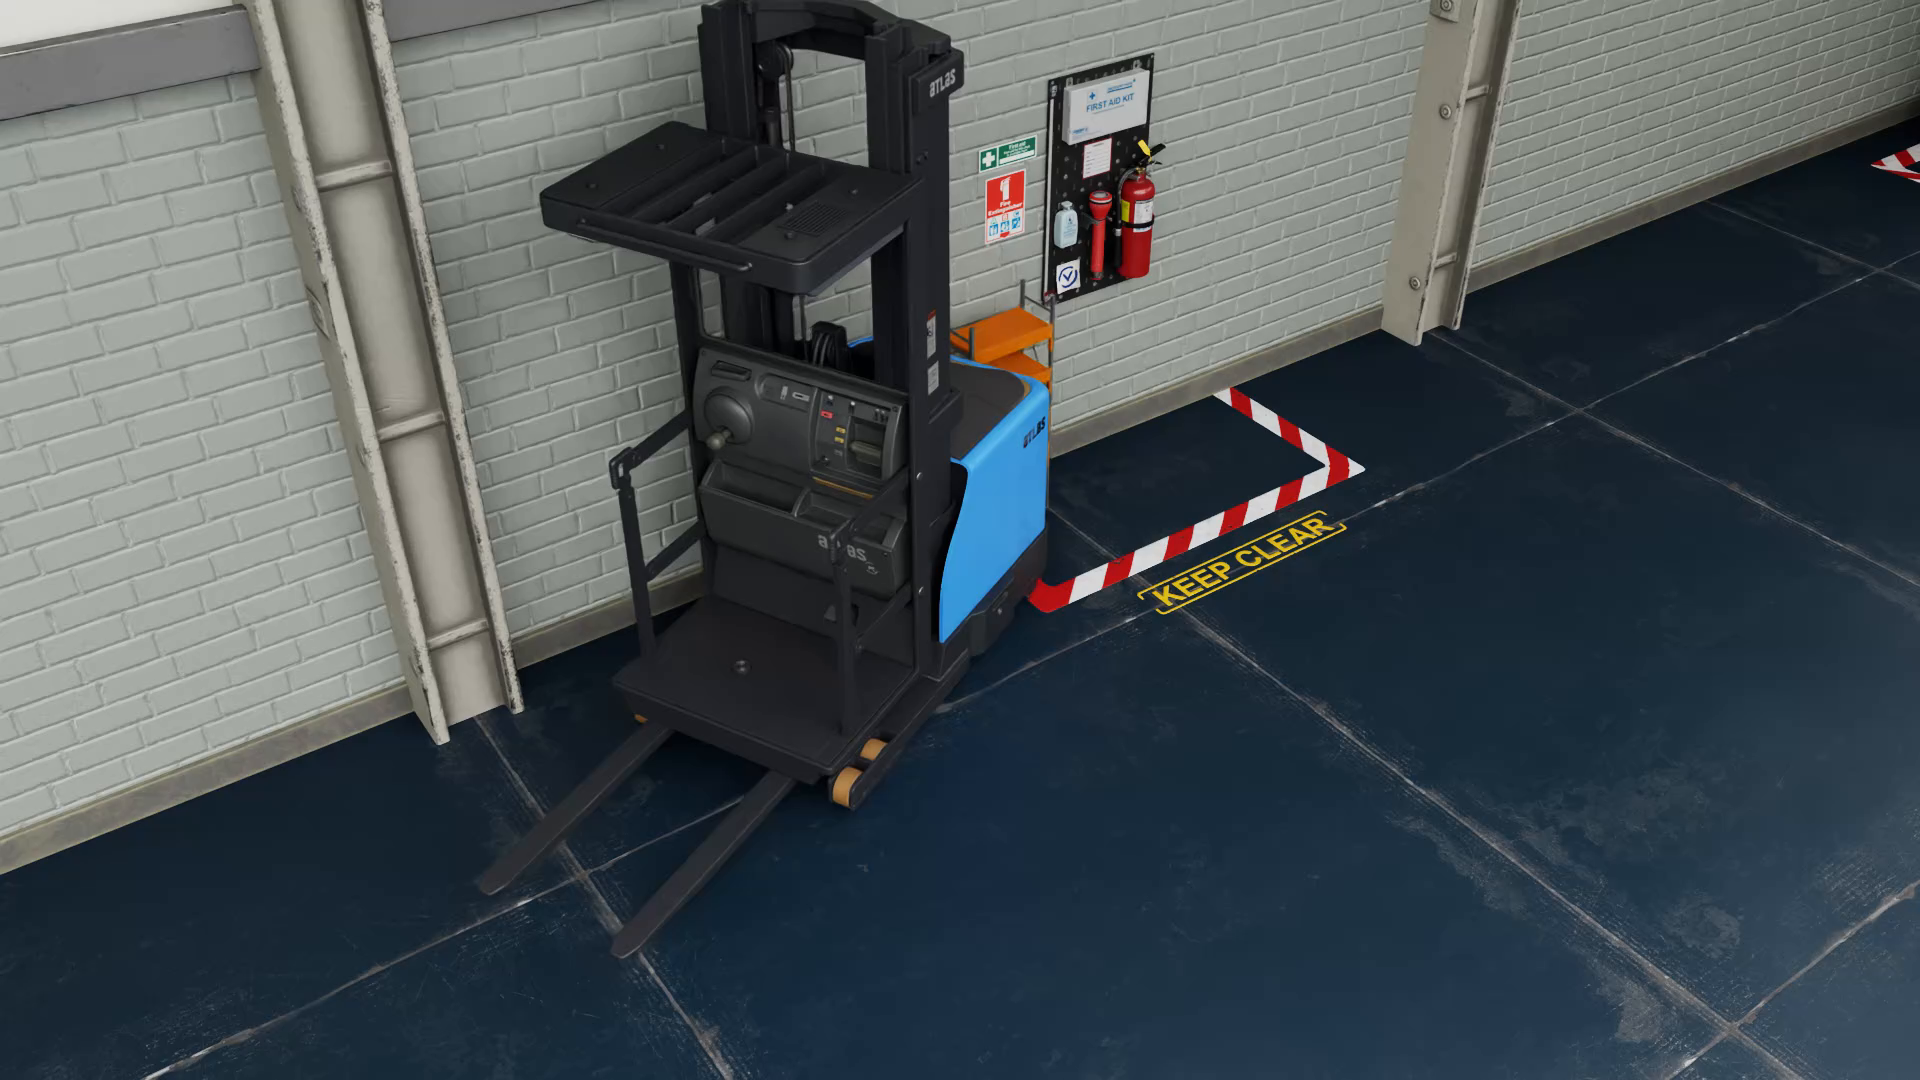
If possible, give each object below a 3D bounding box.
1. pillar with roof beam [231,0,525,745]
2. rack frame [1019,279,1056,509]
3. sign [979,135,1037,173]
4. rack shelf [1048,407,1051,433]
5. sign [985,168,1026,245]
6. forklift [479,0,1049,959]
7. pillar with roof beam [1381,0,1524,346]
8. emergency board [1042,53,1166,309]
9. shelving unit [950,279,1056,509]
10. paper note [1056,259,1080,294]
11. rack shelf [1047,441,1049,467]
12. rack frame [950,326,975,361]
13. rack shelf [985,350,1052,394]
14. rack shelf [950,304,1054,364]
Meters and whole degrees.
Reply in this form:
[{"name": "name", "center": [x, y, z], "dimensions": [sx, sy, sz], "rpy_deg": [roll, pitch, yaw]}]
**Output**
[{"name": "pillar with roof beam", "center": [0.342, -0.868, 1.750], "dimensions": [0.400, 9.000, 9.100], "rpy_deg": [-22, 41, -28]}, {"name": "rack frame", "center": [0.367, -0.702, 8.199], "dimensions": [0.015, 1.200, 0.240], "rpy_deg": [-25, 43, -30]}, {"name": "sign", "center": [0.222, -1.783, 7.675], "dimensions": [0.331, 0.109, 0.001], "rpy_deg": [-22, 41, -28]}, {"name": "rack shelf", "center": [0.177, -0.559, 8.115], "dimensions": [0.480, 0.148, 0.258], "rpy_deg": [-25, 43, -30]}, {"name": "sign", "center": [0.213, -1.570, 7.834], "dimensions": [0.234, 0.329, 0.001], "rpy_deg": [-22, 41, -28]}, {"name": "forklift", "center": [-0.741, -0.409, 6.308], "dimensions": [1.130, 2.935, 3.031], "rpy_deg": [18, 39, 23]}, {"name": "pillar with roof beam", "center": [5.246, -2.886, 4.556], "dimensions": [0.400, 9.000, 9.100], "rpy_deg": [-22, 41, -28]}, {"name": "emergency board", "center": [0.724, -1.693, 8.034], "dimensions": [0.643, 1.169, 0.194], "rpy_deg": [-22, 41, -28]}, {"name": "shelving unit", "center": [0.177, -0.614, 8.075], "dimensions": [0.503, 1.200, 0.258], "rpy_deg": [-25, 43, -30]}, {"name": "paper note", "center": [0.540, -1.308, 8.255], "dimensions": [0.142, 0.148, 0.016], "rpy_deg": [-22, 41, -28]}, {"name": "rack shelf", "center": [0.176, -0.398, 8.231], "dimensions": [0.480, 0.148, 0.258], "rpy_deg": [-25, 43, -30]}, {"name": "rack frame", "center": [-0.014, -0.525, 7.952], "dimensions": [0.015, 1.200, 0.240], "rpy_deg": [-25, 43, -30]}, {"name": "rack shelf", "center": [0.177, -0.741, 7.984], "dimensions": [0.480, 0.148, 0.258], "rpy_deg": [-25, 43, -30]}, {"name": "rack shelf", "center": [0.177, -0.933, 7.846], "dimensions": [0.480, 0.148, 0.258], "rpy_deg": [-25, 43, -30]}]
